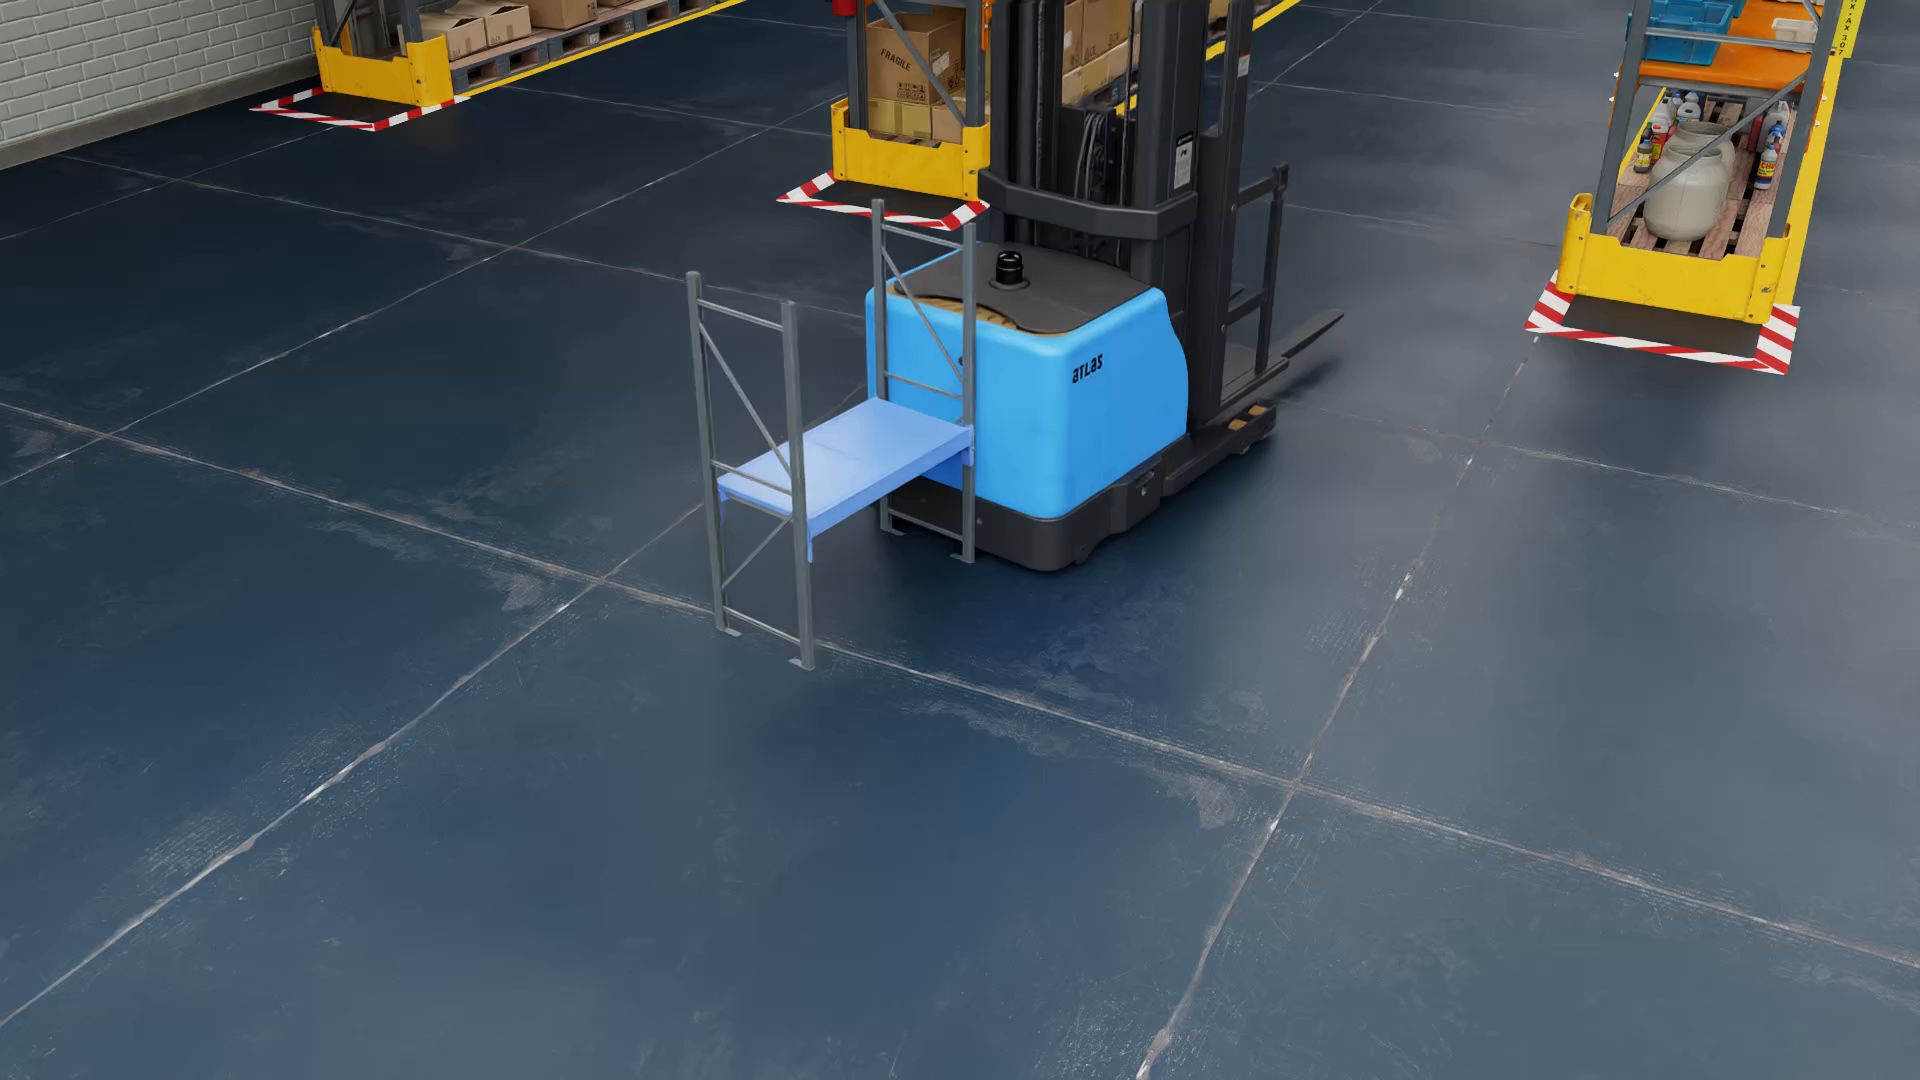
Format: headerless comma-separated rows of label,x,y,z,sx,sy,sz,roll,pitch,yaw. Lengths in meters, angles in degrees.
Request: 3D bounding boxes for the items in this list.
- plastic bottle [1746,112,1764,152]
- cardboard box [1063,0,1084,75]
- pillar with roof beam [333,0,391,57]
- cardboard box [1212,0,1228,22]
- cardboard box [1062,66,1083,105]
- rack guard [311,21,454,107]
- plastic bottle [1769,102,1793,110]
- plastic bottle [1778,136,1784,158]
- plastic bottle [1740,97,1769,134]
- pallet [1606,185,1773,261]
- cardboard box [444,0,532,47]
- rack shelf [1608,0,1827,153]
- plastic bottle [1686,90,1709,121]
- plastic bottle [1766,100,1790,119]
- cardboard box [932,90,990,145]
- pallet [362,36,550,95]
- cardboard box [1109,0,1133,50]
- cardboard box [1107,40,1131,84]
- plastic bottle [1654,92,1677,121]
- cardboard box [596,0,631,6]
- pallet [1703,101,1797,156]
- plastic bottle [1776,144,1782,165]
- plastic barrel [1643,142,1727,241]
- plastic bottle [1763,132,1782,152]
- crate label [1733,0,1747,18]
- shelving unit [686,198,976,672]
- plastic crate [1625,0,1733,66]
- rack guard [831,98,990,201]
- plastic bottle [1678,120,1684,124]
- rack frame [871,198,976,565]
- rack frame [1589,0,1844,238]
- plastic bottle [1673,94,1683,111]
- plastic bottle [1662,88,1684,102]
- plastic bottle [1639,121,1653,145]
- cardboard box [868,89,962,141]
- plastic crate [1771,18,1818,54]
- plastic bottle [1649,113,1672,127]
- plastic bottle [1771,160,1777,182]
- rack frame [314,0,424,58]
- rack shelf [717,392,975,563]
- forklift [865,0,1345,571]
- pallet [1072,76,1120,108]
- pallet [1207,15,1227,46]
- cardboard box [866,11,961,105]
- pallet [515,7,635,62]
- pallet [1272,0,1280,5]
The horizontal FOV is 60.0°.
plastic bottle,5.483,-2.830,11.452,0.061,0.283,0.133,14,33,23
cardboard box,0.582,-3.744,12.345,0.500,0.500,0.500,14,33,23
pillar with roof beam,-1.333,-7.049,10.489,9.100,9.000,0.400,14,33,23
cardboard box,2.158,-4.907,15.123,0.500,0.250,0.500,15,33,24
cardboard box,0.592,-3.417,12.527,0.500,0.250,0.500,14,33,23
rack guard,-4.680,-3.867,13.483,1.175,0.500,0.348,14,33,23
plastic bottle,5.803,-3.050,11.767,0.144,0.351,0.185,13,32,21
plastic bottle,5.549,-2.712,11.329,0.097,0.201,0.097,0,30,0
plastic bottle,5.660,-3.040,11.824,0.152,0.276,0.135,14,33,23
pallet,4.473,-1.864,10.284,1.003,0.211,1.213,14,33,23
cardboard box,-4.059,-4.482,14.300,0.500,0.311,0.500,17,34,27
rack shelf,5.016,-3.245,10.611,1.077,0.370,4.000,14,33,23
plastic bottle,5.319,-3.189,12.010,0.144,0.351,0.185,14,33,23
plastic bottle,5.656,-2.906,11.517,0.144,0.351,0.185,14,33,23
cardboard box,0.140,-2.973,11.754,0.500,0.250,0.500,14,33,23
pallet,-4.278,-4.094,14.168,1.003,0.211,1.213,14,33,23
cardboard box,1.040,-4.187,13.116,0.500,0.500,0.500,14,33,23
cardboard box,1.052,-3.859,13.297,0.500,0.250,0.500,14,33,23
plastic bottle,4.911,-2.950,11.593,0.144,0.351,0.185,14,33,23
cardboard box,-3.329,-5.329,15.585,0.500,0.500,0.500,12,32,20
pallet,5.584,-2.946,12.168,1.003,0.211,1.213,14,33,23
plastic bottle,5.455,-2.621,11.170,0.097,0.201,0.097,0,30,0
plastic barrel,4.337,-2.083,9.941,0.421,0.512,0.421,0,30,0
plastic bottle,5.365,-2.563,10.999,0.097,0.271,0.097,0,30,0
crate label,4.703,-3.563,10.407,0.502,0.435,0.616,14,33,23
shelving unit,-0.454,-0.426,6.485,0.538,1.500,1.048,21,36,32
plastic crate,4.067,-2.895,9.429,0.499,0.251,0.616,14,33,23
rack guard,-0.314,-2.701,11.451,1.175,0.500,0.348,14,33,23
plastic bottle,4.953,-2.794,11.472,0.097,0.201,0.097,0,30,0
rack frame,-0.144,-0.626,6.835,0.500,1.500,0.032,21,36,32
rack frame,4.105,-2.670,8.888,1.000,3.000,0.127,14,33,23
plastic bottle,5.071,-3.030,11.812,0.097,0.271,0.097,0,30,0
plastic bottle,5.104,-3.138,11.921,0.144,0.351,0.185,13,32,21
plastic bottle,4.589,-2.653,11.143,0.061,0.283,0.133,15,33,24
cardboard box,-0.321,-3.090,11.958,0.500,0.250,0.500,14,33,23
plastic crate,4.799,-2.880,9.517,0.298,0.136,0.250,14,33,23
plastic bottle,4.754,-2.761,11.338,0.152,0.276,0.135,13,32,22
plastic bottle,5.256,-2.426,10.832,0.097,0.201,0.097,0,30,0
rack frame,-4.714,-4.918,12.801,1.000,3.000,0.127,14,33,23
rack shelf,-0.454,-0.270,6.575,0.538,0.185,1.000,21,36,32
forklift,0.884,-1.815,7.468,1.130,2.935,3.031,21,36,32
pallet,0.565,-3.474,13.087,1.003,0.211,1.213,14,33,23
pallet,1.820,-4.695,15.214,1.003,0.211,1.213,14,33,23
cardboard box,-0.323,-3.416,11.772,0.500,0.500,0.500,14,33,23
pallet,-3.721,-4.633,15.106,1.003,0.211,1.213,14,33,23
pallet,2.932,-5.777,17.098,1.003,0.211,1.213,14,33,23
